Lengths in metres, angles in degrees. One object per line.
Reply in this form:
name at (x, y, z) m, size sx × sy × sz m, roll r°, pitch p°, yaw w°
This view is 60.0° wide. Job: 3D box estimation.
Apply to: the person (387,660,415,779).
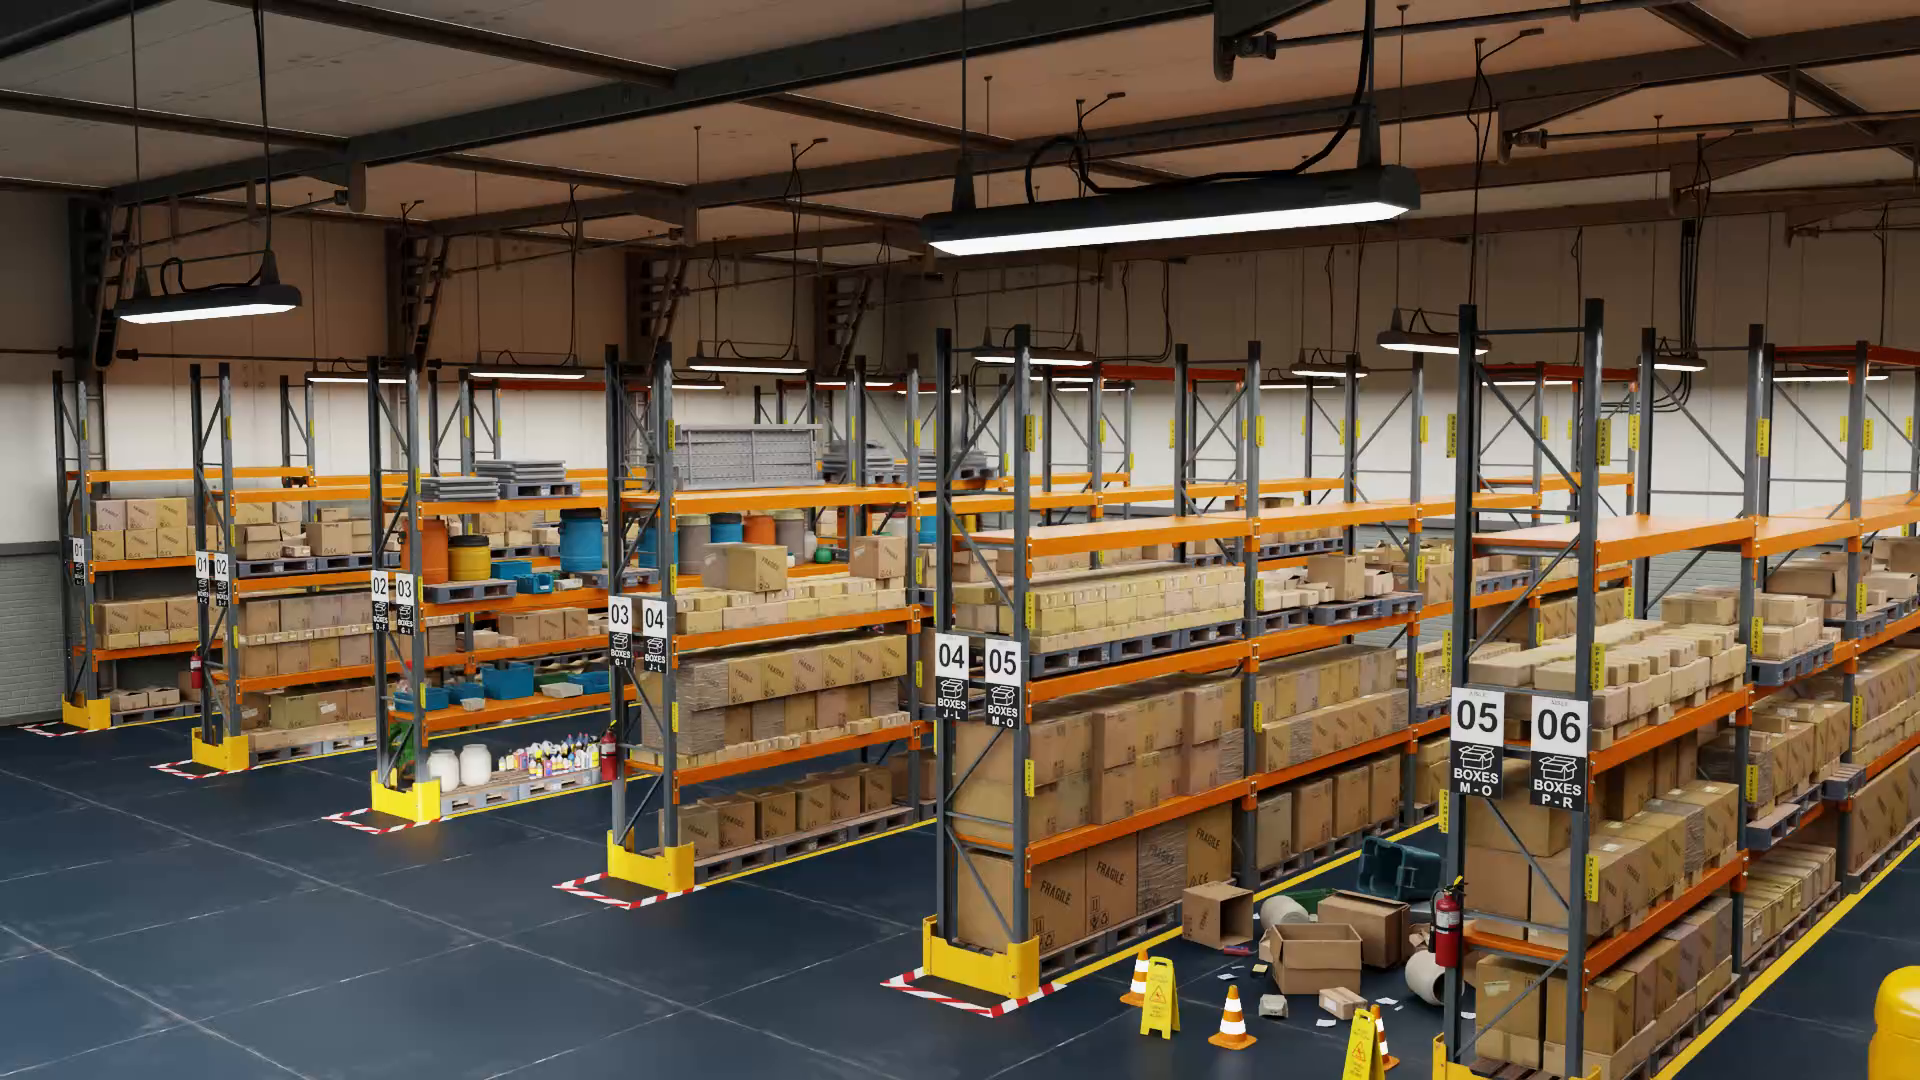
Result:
person at (-7.890, 2.580, 23.631) m, size 0.671 × 1.757 × 0.629 m, roll 3°, pitch 5°, yaw 35°
